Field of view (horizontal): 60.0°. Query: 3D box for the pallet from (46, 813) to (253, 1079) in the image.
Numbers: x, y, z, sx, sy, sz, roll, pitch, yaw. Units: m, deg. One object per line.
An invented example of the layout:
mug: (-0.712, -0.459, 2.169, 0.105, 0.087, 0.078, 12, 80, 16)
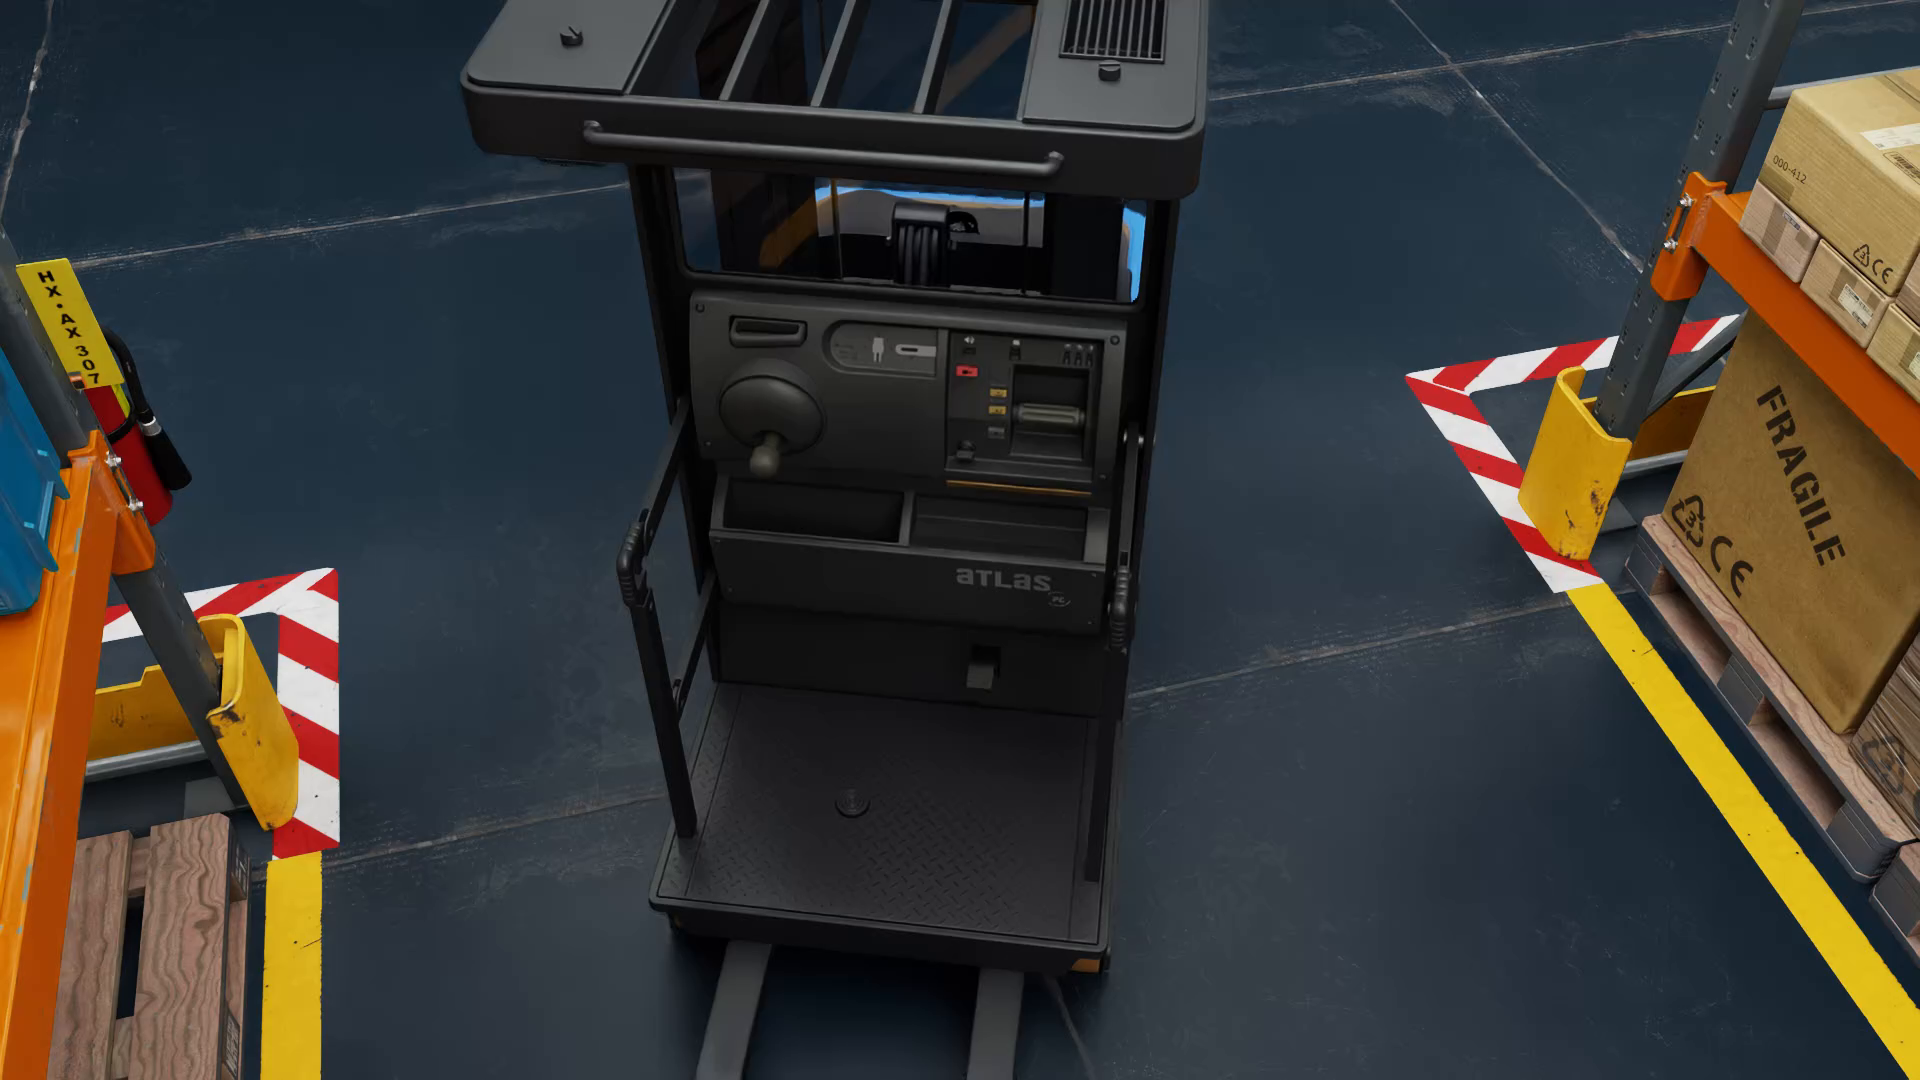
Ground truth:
pallet: (-2.210, 1.275, 3.853, 1.003, 0.211, 1.213, -11, 47, -10)

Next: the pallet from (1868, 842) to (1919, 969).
pallet: (2.994, 1.171, 3.954, 1.003, 0.211, 1.213, -11, 47, -10)

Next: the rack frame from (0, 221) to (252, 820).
rack frame: (-2.383, -0.278, 3.422, 1.000, 3.000, 0.127, -11, 47, -10)

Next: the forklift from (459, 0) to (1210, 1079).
forklift: (-0.142, -0.213, 3.406, 1.130, 2.935, 3.031, 5, 46, 5)

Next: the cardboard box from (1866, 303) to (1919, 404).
cardboard box: (2.309, -0.436, 3.753, 0.380, 0.149, 0.250, -12, 47, -11)

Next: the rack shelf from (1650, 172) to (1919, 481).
rack shelf: (2.917, 0.449, 3.213, 1.077, 0.370, 4.000, -11, 47, -10)

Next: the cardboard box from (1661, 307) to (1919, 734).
cardboard box: (2.646, -0.159, 4.500, 0.875, 0.875, 0.875, -11, 47, -10)

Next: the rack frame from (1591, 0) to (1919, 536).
rack frame: (2.405, -1.183, 4.309, 1.000, 3.000, 0.127, -11, 47, -10)

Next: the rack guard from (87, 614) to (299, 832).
rack guard: (-2.402, 0.583, 4.329, 1.175, 0.500, 0.348, -11, 47, -10)

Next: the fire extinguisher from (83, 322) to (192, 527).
fire extinguisher: (-1.983, -0.307, 3.766, 0.296, 0.674, 0.183, -11, 47, -10)

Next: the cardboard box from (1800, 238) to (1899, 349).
cardboard box: (2.244, -0.613, 3.926, 0.380, 0.149, 0.250, -11, 47, -11)

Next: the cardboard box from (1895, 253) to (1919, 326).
cardboard box: (2.406, -0.496, 3.533, 0.500, 0.250, 0.500, -11, 47, -11)

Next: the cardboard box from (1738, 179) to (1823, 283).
cardboard box: (2.176, -0.790, 4.100, 0.380, 0.149, 0.250, -10, 46, -10)

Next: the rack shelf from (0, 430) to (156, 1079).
rack shelf: (-1.871, 1.355, 2.326, 1.077, 0.370, 4.000, -11, 47, -10)

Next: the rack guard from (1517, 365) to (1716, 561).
rack guard: (2.398, -0.325, 5.218, 1.175, 0.500, 0.348, -11, 47, -10)

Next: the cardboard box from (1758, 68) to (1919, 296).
cardboard box: (2.266, -0.854, 3.884, 0.500, 0.250, 0.500, -12, 47, -11)

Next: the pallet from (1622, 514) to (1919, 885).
pallet: (2.685, 0.330, 4.778, 1.003, 0.211, 1.213, -11, 47, -10)

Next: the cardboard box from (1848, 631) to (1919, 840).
cardboard box: (2.879, 0.469, 3.884, 0.875, 0.875, 0.875, -11, 47, -10)

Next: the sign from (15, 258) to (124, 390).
sign: (-1.856, -0.447, 3.473, 0.100, 0.325, 0.005, -11, 47, -10)

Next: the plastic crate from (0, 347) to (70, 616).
plastic crate: (-2.117, -0.114, 3.195, 0.616, 0.435, 0.499, -11, 47, -10)
